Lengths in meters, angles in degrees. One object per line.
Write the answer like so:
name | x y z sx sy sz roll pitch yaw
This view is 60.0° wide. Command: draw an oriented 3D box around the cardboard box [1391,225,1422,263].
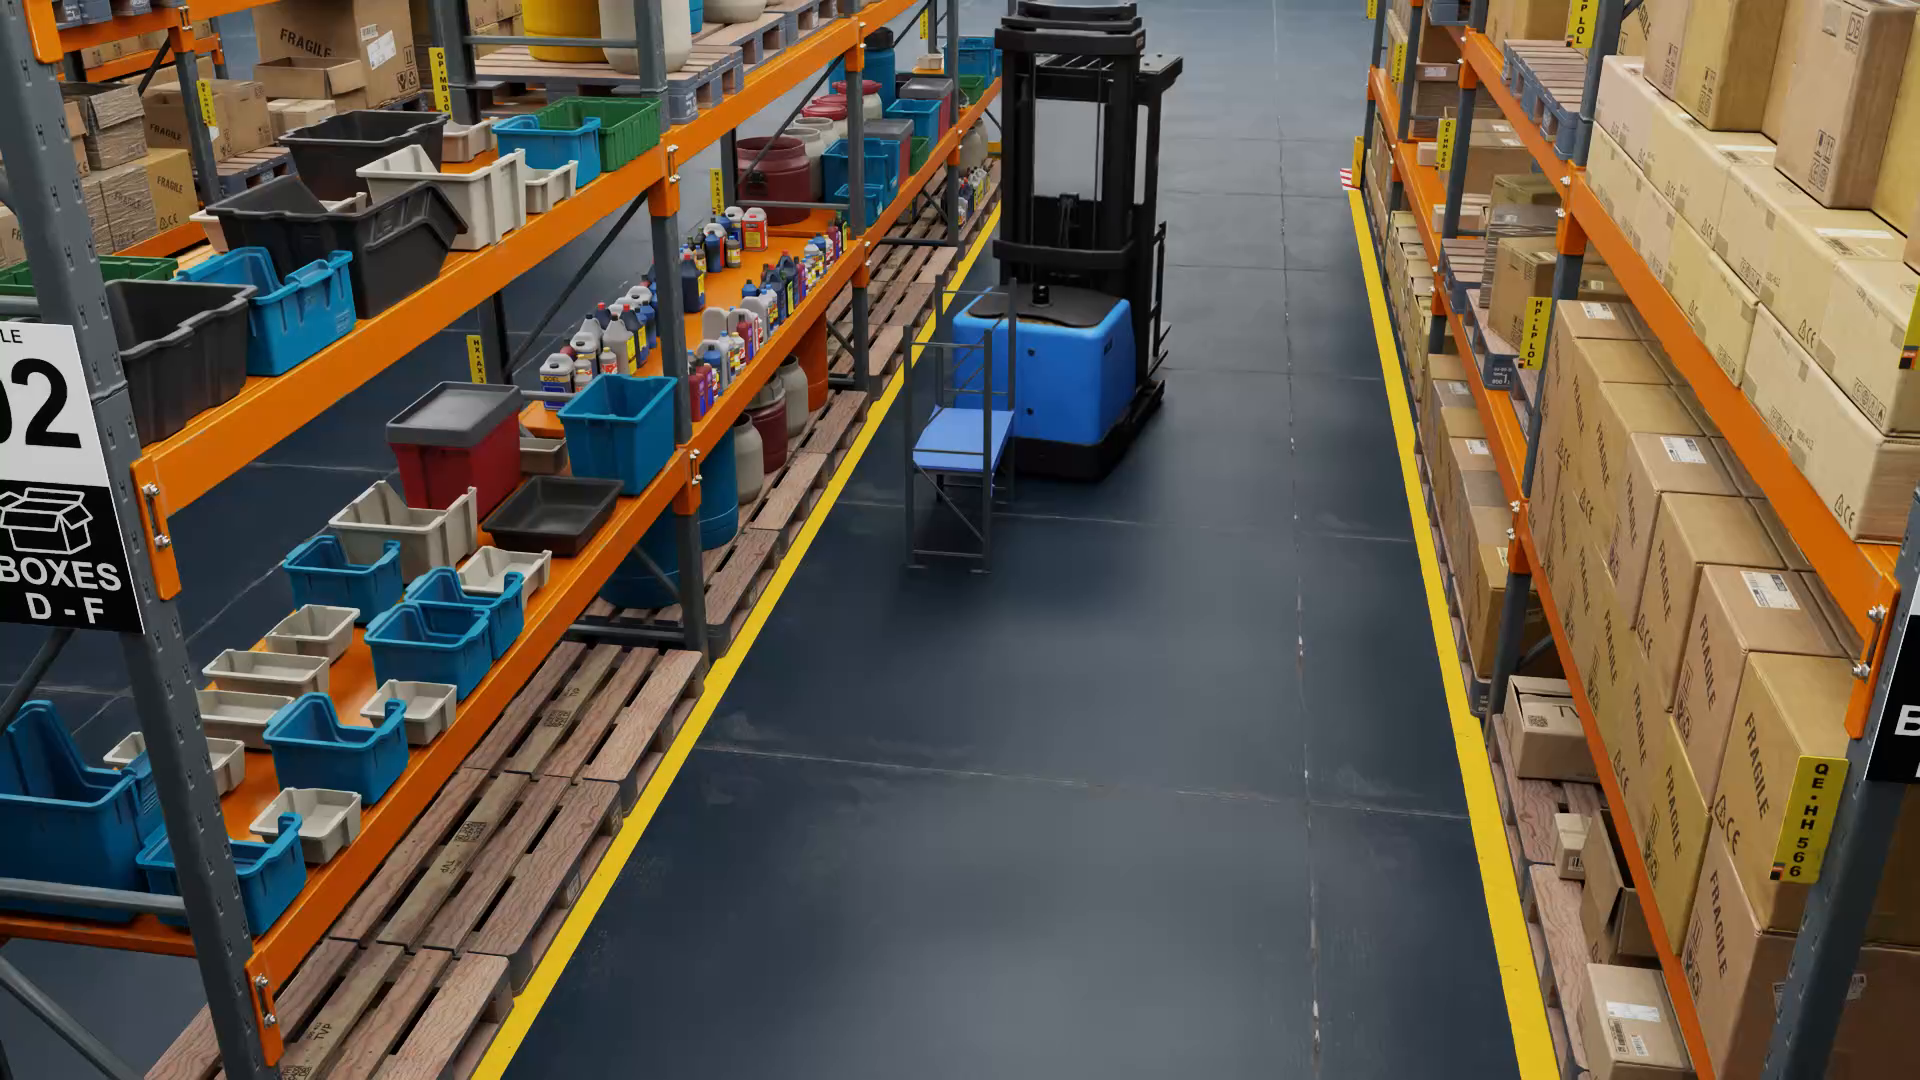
cardboard box | 3.969 -2.521 14.185 0.500 0.311 0.500 4 25 8

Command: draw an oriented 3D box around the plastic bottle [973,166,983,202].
plastic bottle | 0.155 -3.675 17.168 0.144 0.351 0.185 5 26 11

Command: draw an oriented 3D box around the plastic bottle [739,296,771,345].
plastic bottle | -1.183 -1.281 9.595 0.152 0.276 0.135 4 25 9

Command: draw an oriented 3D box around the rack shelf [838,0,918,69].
rack shelf | -0.843 -4.228 13.055 1.077 0.370 4.000 4 25 9

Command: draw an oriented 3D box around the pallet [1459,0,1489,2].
pallet | 3.918 -4.045 12.038 1.003 0.211 1.213 5 26 11

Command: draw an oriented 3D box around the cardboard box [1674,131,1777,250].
cardboard box | 2.483 -1.045 4.994 0.500 0.250 0.500 4 25 9

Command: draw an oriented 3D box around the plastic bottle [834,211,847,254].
plastic bottle | -0.816 -2.107 11.352 0.061 0.283 0.133 4 25 9

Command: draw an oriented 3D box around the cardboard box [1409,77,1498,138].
cardboard box | 4.436 -3.918 14.965 0.700 0.500 0.500 3 25 7

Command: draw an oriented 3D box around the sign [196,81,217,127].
sign | -5.509 -3.189 12.160 0.100 0.325 0.005 4 25 9

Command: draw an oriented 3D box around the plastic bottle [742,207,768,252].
plastic bottle | -1.410 -2.134 11.416 0.152 0.276 0.135 4 25 9

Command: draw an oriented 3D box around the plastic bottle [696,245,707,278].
plastic bottle | -1.703 -1.815 10.823 0.097 0.201 0.097 0 25 0

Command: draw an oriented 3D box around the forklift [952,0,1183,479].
forklift | 0.896 -2.329 11.769 1.130 2.935 3.031 8 26 17

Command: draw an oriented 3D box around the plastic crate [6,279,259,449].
plastic crate | -2.140 -0.454 4.298 0.497 0.269 0.590 4 25 9

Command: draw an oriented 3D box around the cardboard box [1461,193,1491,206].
cardboard box | 3.869 -2.438 12.216 0.380 0.149 0.250 6 26 12

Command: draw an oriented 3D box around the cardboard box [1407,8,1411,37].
cardboard box | 4.600 -4.927 15.589 0.700 0.500 0.500 4 25 8

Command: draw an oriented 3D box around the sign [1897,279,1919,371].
sign | 1.864 -0.475 3.143 0.100 0.325 0.005 4 25 9

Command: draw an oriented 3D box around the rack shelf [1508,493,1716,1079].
rack shelf | 2.735 0.821 5.806 1.077 0.370 4.000 4 25 9

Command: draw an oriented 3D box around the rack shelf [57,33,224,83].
rack shelf | -9.953 -5.272 18.823 1.077 0.370 4.000 4 25 9

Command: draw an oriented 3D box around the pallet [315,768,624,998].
pallet | -2.103 1.399 7.012 1.003 0.211 1.213 4 25 9

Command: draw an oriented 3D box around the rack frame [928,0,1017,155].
rack frame | 0.137 -5.705 18.900 1.000 3.000 0.127 4 25 9

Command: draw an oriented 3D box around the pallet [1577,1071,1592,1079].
pallet | 2.550 2.229 5.238 1.003 0.211 1.213 4 25 9

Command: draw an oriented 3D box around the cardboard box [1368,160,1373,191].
cardboard box | 4.638 -3.887 17.763 0.500 0.250 0.500 4 25 9

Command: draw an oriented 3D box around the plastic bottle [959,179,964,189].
plastic bottle | -0.025 -3.563 17.017 0.152 0.276 0.135 4 25 9

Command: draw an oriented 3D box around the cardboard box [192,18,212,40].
cardboard box | -9.642 -6.344 20.087 0.875 0.550 0.550 4 25 9

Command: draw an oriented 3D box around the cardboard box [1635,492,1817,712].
cardboard box | 2.372 0.200 4.987 0.500 0.500 0.500 5 25 10

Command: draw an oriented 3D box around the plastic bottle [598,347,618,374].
plastic bottle | -1.893 -0.935 8.944 0.097 0.201 0.097 0 25 0

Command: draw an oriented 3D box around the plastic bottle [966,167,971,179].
plastic bottle | 0.096 -3.779 17.470 0.061 0.283 0.133 4 25 9

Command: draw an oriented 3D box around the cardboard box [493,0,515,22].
cardboard box | -4.916 -5.597 17.020 0.500 0.500 0.500 4 25 9

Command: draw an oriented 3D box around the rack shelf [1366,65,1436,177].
rack shelf | 4.696 -4.198 16.529 1.077 0.370 4.000 4 25 9

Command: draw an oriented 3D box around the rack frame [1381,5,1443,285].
rack frame | 4.370 -3.687 14.589 1.000 3.000 0.127 4 25 9

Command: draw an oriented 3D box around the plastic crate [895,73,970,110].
plastic crate | -0.306 -4.214 15.788 0.767 0.338 0.504 4 25 9

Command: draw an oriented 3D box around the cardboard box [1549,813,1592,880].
cardboard box | 2.649 1.266 6.831 0.380 0.166 0.250 4 25 9

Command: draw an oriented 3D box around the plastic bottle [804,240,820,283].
plastic bottle | -0.954 -1.796 10.700 0.097 0.271 0.097 0 25 0

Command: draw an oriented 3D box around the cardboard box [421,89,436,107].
cardboard box | -5.071 -4.330 16.259 0.380 0.149 0.250 4 25 9

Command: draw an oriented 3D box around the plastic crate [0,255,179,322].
plastic crate | -2.598 -0.708 4.936 0.450 0.188 0.336 4 25 9

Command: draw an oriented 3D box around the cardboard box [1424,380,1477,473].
cardboard box | 3.280 -0.691 10.619 0.500 0.500 0.500 3 25 7

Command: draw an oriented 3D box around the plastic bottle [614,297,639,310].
plastic bottle | -1.914 -1.237 9.501 0.152 0.276 0.135 4 25 9

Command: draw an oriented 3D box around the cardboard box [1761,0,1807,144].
cardboard box | 2.791 -1.363 4.789 0.700 0.500 0.500 4 25 9

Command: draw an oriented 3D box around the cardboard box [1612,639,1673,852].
cardboard box | 2.381 0.655 5.195 0.500 0.500 0.500 4 25 9

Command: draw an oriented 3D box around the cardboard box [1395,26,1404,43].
cardboard box | 4.538 -5.011 16.535 0.380 0.149 0.250 4 25 8

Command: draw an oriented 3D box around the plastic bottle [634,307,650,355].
plastic bottle | -1.810 -1.178 9.380 0.097 0.271 0.097 0 25 0

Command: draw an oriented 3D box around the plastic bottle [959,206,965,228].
plastic bottle | 0.001 -3.152 16.227 0.097 0.201 0.097 0 25 0

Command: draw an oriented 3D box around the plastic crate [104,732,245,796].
plastic crate | -2.523 0.726 5.402 0.396 0.136 0.243 4 25 9

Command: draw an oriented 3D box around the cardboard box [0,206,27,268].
cardboard box | -6.146 -1.886 10.622 0.500 0.500 0.500 5 25 10

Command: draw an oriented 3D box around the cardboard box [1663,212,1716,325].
cardboard box | 2.491 -0.818 5.099 0.500 0.250 0.500 4 25 9

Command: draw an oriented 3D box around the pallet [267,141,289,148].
pallet | -5.774 -3.446 14.300 1.003 0.211 1.213 4 25 9

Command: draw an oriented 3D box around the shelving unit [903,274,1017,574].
shelving unit | 0.014 -0.715 10.008 0.538 1.500 1.048 4 25 9

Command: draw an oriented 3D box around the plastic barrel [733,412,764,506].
plastic barrel | -1.422 -0.502 10.223 0.421 0.512 0.421 0 25 0

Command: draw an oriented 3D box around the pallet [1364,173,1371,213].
pallet | 4.940 -3.775 18.065 1.003 0.211 1.213 4 25 9

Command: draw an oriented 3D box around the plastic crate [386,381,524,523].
plastic crate | -2.217 -0.386 7.390 0.402 0.464 0.583 4 25 9

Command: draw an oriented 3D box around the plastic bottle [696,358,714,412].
plastic bottle | -1.321 -0.813 8.586 0.061 0.283 0.133 4 25 9

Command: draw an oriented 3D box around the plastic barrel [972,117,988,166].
plastic barrel | 0.105 -4.488 18.739 0.421 0.512 0.421 0 25 0

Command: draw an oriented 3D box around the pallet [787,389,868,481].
pallet | -1.258 -0.763 11.632 1.003 0.211 1.213 4 25 9

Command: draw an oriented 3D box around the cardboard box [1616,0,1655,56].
cardboard box | 3.217 -2.186 7.113 0.600 0.600 0.600 2 25 4

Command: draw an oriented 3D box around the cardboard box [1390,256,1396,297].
cardboard box | 3.974 -2.267 14.303 0.500 0.250 0.500 5 25 10

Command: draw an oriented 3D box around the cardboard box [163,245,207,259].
cardboard box | -6.190 -1.643 12.232 1.225 0.875 0.875 3 25 6

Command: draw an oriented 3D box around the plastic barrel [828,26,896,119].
plastic barrel | -0.879 -4.118 14.919 0.600 0.901 0.708 4 25 9

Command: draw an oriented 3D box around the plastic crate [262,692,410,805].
plastic crate | -2.005 0.680 5.386 0.416 0.233 0.300 4 25 9
